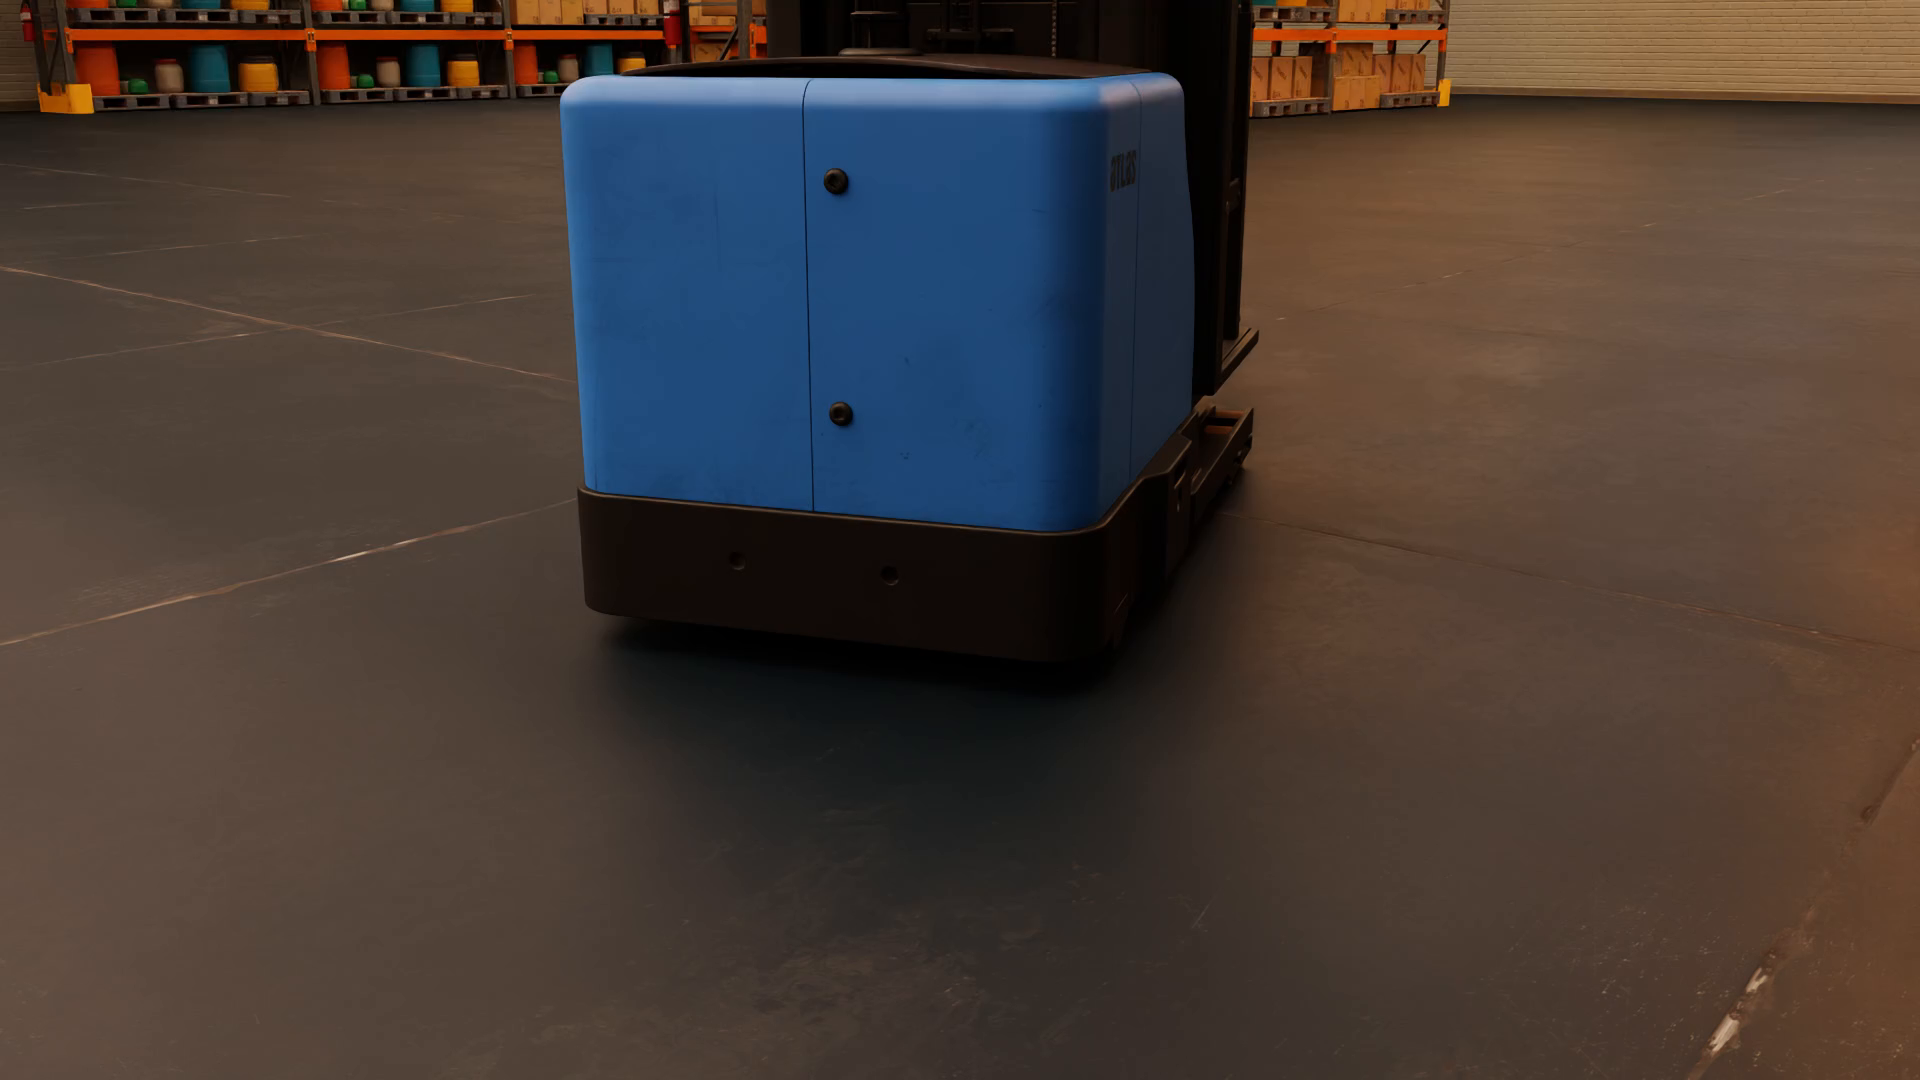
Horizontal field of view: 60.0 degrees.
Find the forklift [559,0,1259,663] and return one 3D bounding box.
[{"bbox_3d":[0.182,-1.571,4.072,1.130,2.935,3.031,5,18,17],"label":"forklift"}]
